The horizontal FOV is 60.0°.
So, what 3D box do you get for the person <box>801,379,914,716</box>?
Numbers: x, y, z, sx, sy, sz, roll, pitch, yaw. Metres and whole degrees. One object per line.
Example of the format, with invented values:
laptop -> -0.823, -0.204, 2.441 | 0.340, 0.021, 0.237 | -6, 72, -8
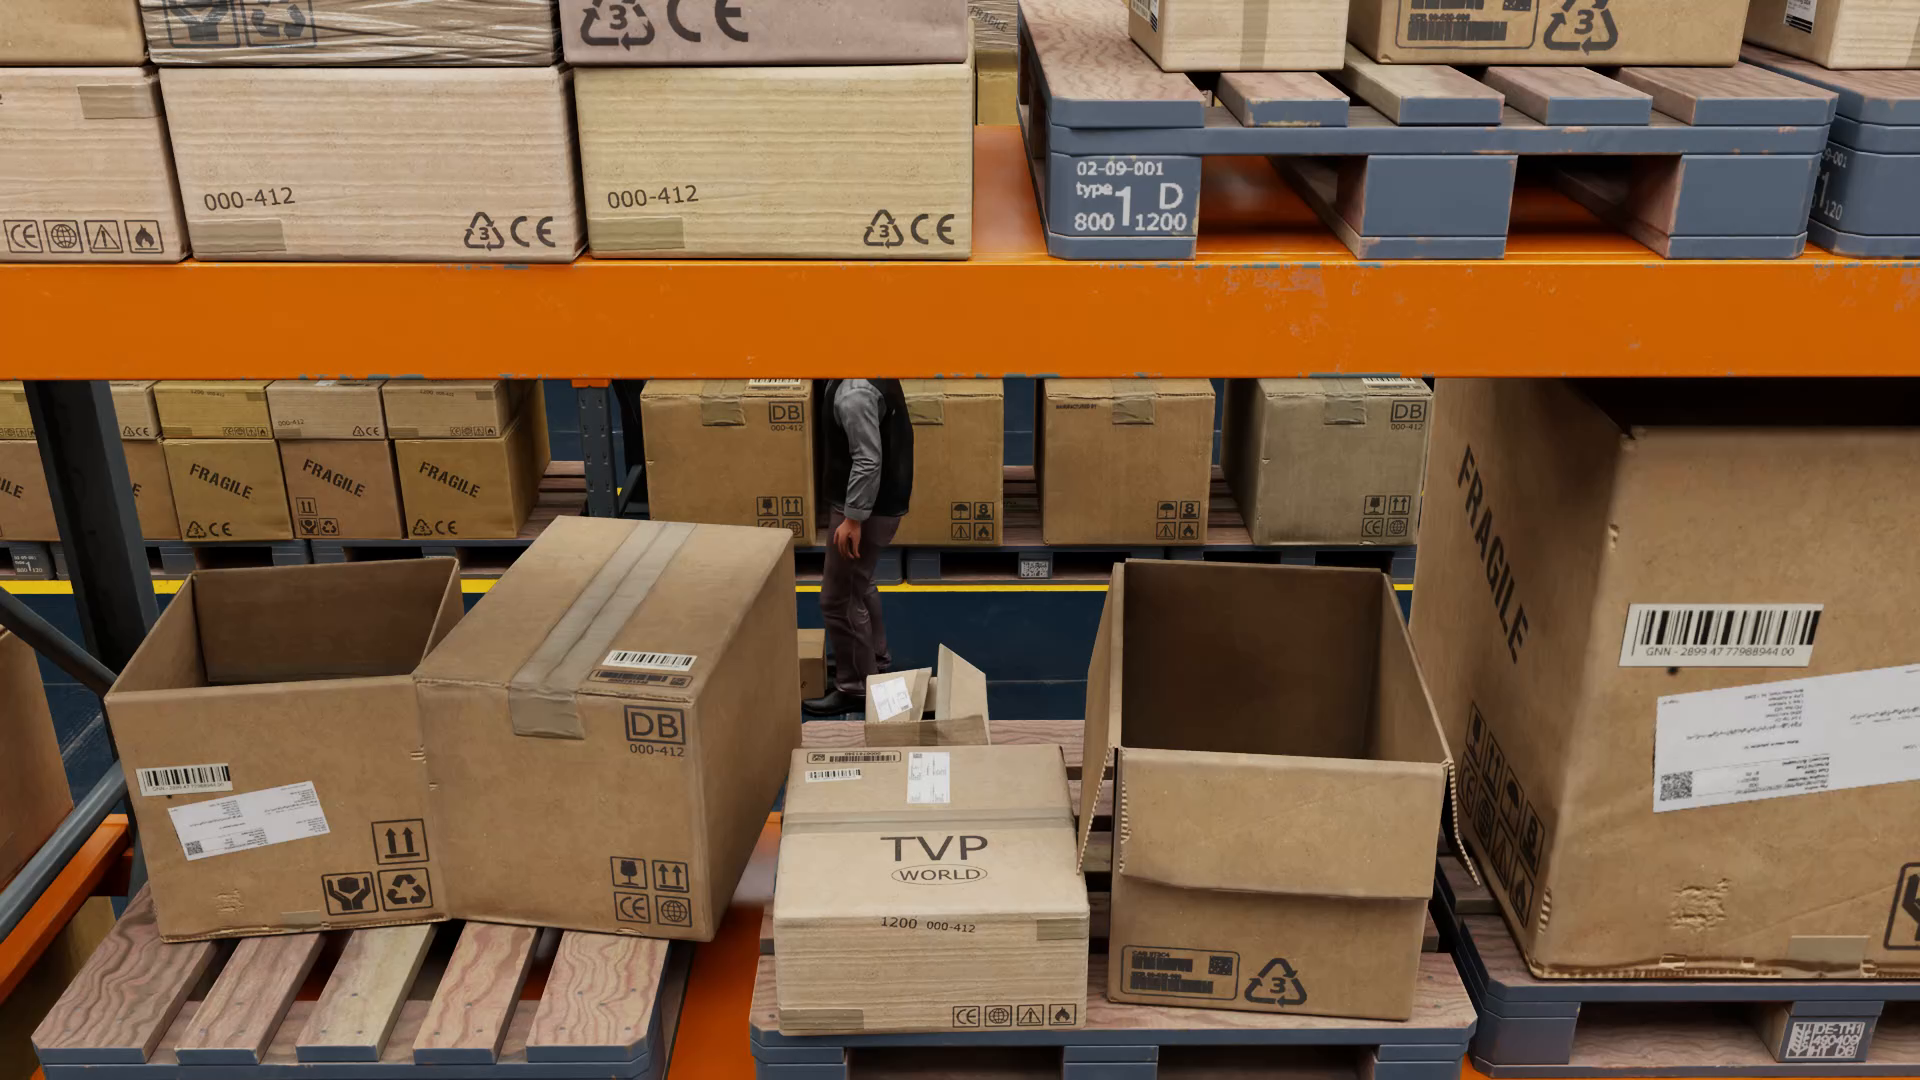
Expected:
person -> -0.415, -0.144, 6.456 | 0.475, 1.720, 0.589 | -2, 24, -4
